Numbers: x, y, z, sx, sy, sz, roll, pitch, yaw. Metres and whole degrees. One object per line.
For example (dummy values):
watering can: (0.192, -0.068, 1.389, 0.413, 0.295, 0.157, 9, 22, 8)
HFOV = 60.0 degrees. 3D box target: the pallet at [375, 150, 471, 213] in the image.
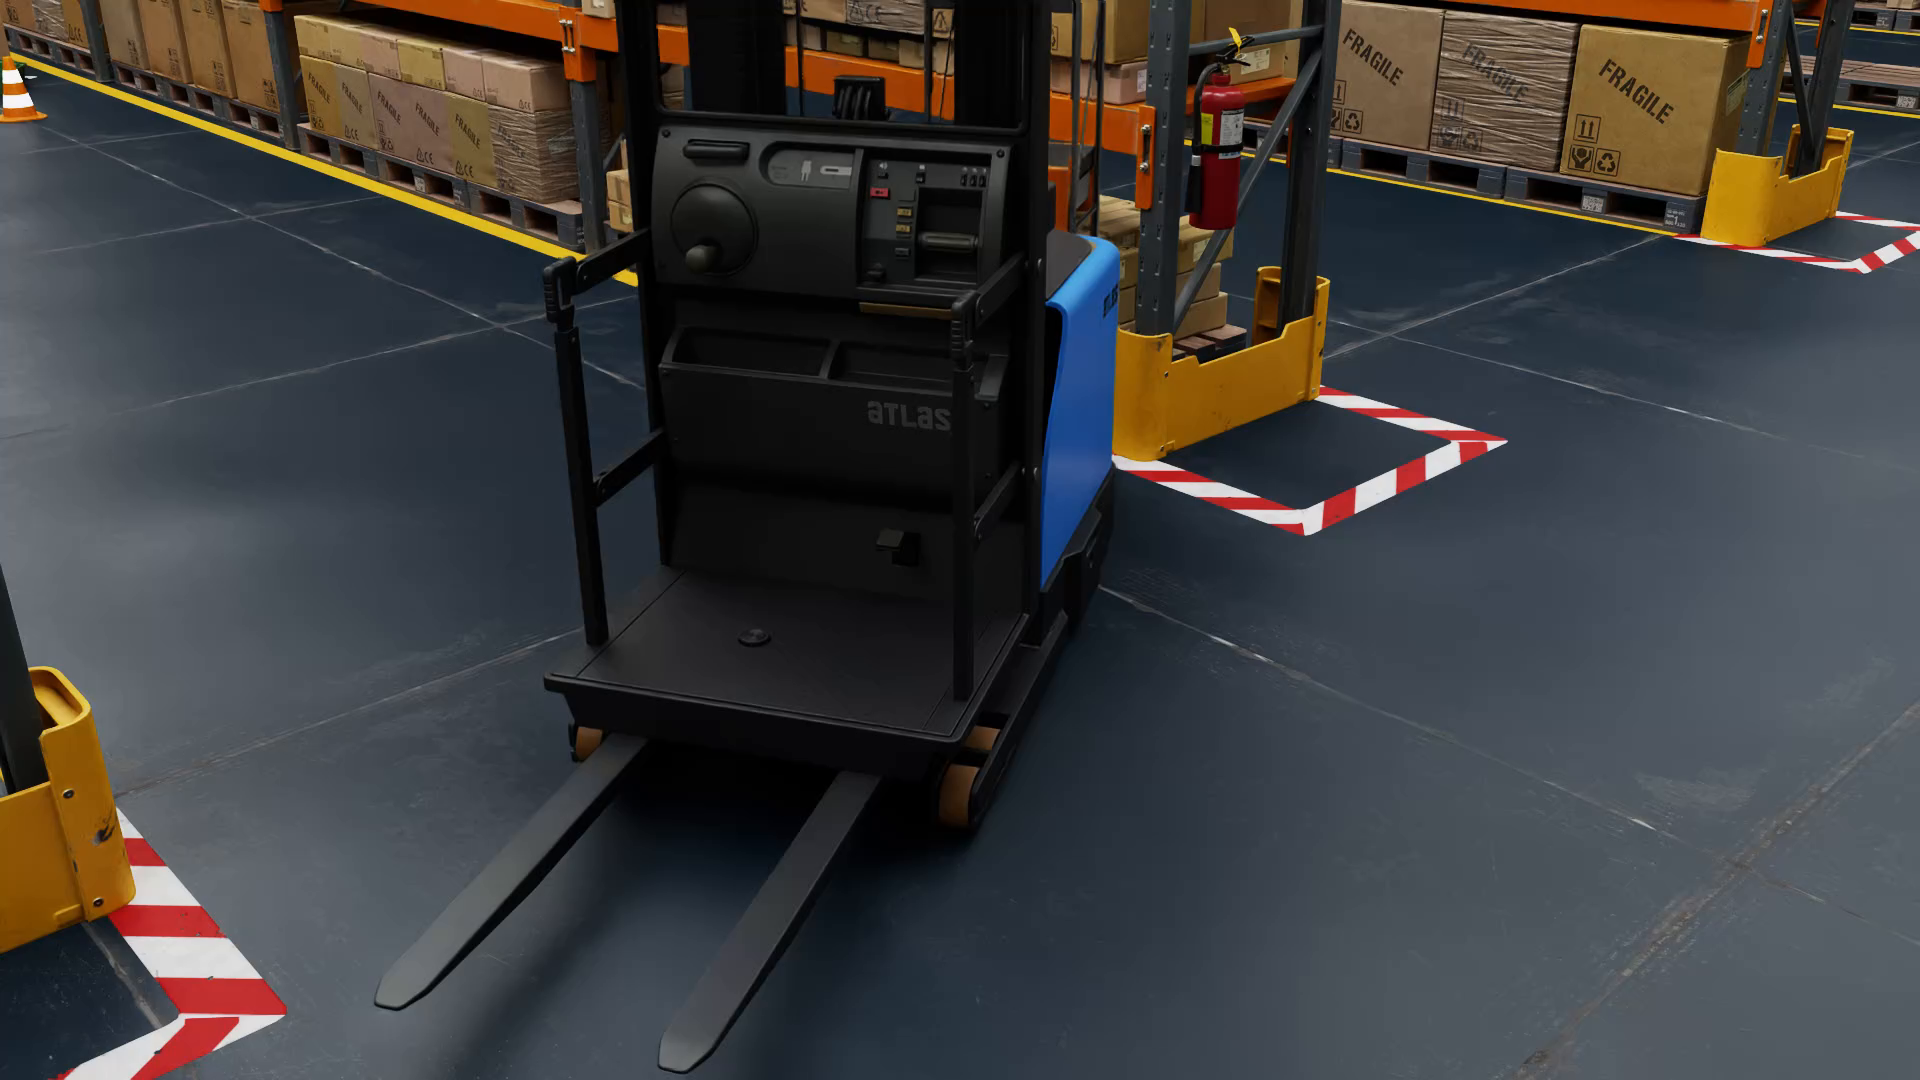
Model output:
pallet: (-3.035, -2.398, 10.752, 1.003, 0.211, 1.213, -21, 32, -38)

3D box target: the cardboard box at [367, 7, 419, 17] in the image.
cardboard box: (-3.739, -3.535, 11.488, 0.500, 0.250, 0.500, -22, 33, -40)

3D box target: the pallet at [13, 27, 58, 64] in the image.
pallet: (-8.432, -4.839, 16.102, 1.003, 0.211, 1.213, -21, 32, -38)

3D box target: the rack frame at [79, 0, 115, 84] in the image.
rack frame: (-7.131, -5.485, 14.159, 1.000, 3.000, 0.127, -21, 32, -38)

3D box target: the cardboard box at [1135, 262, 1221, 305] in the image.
cardboard box: (0.900, -1.110, 7.140, 0.380, 0.149, 0.250, -20, 31, -36)

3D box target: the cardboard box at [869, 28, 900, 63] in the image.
cardboard box: (-0.175, -2.169, 7.193, 0.250, 0.149, 0.380, 22, 33, 40)

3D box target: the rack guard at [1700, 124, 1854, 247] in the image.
rack guard: (4.777, -2.081, 9.710, 1.175, 0.500, 0.348, -21, 32, -38)

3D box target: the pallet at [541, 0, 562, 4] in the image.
pallet: (-2.080, -3.247, 9.484, 1.003, 0.211, 1.213, -21, 32, -38)

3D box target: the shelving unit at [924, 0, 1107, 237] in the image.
shelving unit: (0.184, -1.104, 5.641, 0.503, 2.100, 0.431, 7, 25, 15)

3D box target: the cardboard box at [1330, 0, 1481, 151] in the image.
cardboard box: (3.034, -3.167, 11.132, 0.875, 0.875, 0.875, -21, 32, -38)

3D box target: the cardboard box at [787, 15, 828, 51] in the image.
cardboard box: (-0.556, -2.315, 7.513, 0.380, 0.149, 0.250, -20, 31, -37)

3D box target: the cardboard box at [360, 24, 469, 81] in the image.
cardboard box: (-3.427, -3.083, 10.497, 0.500, 0.250, 0.500, -21, 32, -38)

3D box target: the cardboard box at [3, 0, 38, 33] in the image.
cardboard box: (-8.751, -5.469, 16.177, 0.875, 0.875, 0.875, -22, 32, -39)

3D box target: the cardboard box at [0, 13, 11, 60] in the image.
cardboard box: (-8.941, -4.528, 15.070, 0.500, 0.500, 0.500, -15, 29, -30)

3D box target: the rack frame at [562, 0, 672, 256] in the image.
rack frame: (-1.663, -3.061, 8.846, 1.000, 3.000, 0.127, -21, 32, -38)

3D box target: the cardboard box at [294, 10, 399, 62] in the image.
cardboard box: (-4.103, -3.391, 11.170, 0.500, 0.250, 0.500, 22, 32, 39)

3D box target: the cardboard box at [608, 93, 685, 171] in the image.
cardboard box: (-1.975, -2.414, 9.934, 0.500, 0.500, 0.500, -20, 31, -37)

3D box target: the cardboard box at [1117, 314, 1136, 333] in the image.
cardboard box: (0.559, -0.844, 6.914, 0.380, 0.149, 0.250, -21, 32, -38)

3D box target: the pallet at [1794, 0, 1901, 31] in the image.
pallet: (9.729, -5.770, 18.143, 1.003, 0.211, 1.213, -21, 32, -38)

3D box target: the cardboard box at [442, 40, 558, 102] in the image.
cardboard box: (-2.699, -2.770, 9.809, 0.500, 0.250, 0.500, -19, 31, -36)

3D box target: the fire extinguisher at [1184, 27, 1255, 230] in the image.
fire extinguisher: (0.906, -1.437, 5.829, 0.296, 0.674, 0.183, -21, 32, -38)

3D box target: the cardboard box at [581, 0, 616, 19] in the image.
cardboard box: (-1.709, -2.768, 8.507, 0.380, 0.149, 0.250, -20, 31, -37)

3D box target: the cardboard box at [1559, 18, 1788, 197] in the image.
cardboard box: (4.264, -2.621, 9.936, 0.875, 0.875, 0.875, -21, 32, -38)

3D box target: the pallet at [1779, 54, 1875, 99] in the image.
pallet: (7.011, -3.993, 14.248, 1.003, 0.211, 1.213, -21, 32, -38)

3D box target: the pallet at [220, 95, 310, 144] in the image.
pallet: (-4.881, -3.265, 12.652, 1.003, 0.211, 1.213, -21, 32, -38)

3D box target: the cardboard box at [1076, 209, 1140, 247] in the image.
cardboard box: (0.684, -1.319, 7.238, 0.380, 0.149, 0.250, -21, 32, -38)

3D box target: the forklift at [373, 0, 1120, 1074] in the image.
forklift: (-0.390, -0.791, 3.952, 1.130, 2.935, 3.031, 7, 25, 15)

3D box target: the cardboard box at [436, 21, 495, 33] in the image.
cardboard box: (-3.049, -3.227, 10.812, 0.500, 0.250, 0.500, -20, 31, -37)

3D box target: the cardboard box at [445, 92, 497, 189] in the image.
cardboard box: (-2.704, -2.423, 9.954, 0.500, 0.500, 0.500, -22, 33, -40)

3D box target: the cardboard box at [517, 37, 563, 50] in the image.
cardboard box: (-2.341, -2.916, 10.130, 0.500, 0.250, 0.500, -20, 31, -37)

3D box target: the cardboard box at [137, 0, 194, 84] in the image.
cardboard box: (-5.985, -4.197, 13.540, 1.050, 0.750, 0.750, -21, 32, -38)

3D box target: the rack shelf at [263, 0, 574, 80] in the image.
rack shelf: (-3.030, -3.340, 10.324, 1.077, 0.370, 4.000, -21, 32, -38)

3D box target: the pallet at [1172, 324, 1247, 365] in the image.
pallet: (0.489, -0.860, 7.381, 1.003, 0.211, 1.213, -21, 32, -38)

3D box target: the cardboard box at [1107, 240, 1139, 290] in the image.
cardboard box: (0.524, -1.103, 6.765, 0.380, 0.149, 0.250, -21, 32, -38)

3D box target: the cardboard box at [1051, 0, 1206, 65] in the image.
cardboard box: (0.576, -2.093, 6.246, 0.500, 0.500, 0.500, -20, 32, -37)

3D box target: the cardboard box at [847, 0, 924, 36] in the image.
cardboard box: (-0.126, -2.402, 6.922, 0.500, 0.500, 0.500, -21, 32, -38)

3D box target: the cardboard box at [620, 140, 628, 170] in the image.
cardboard box: (-1.579, -2.063, 8.870, 0.380, 0.149, 0.250, -20, 31, -36)

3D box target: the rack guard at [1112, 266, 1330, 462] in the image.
rack guard: (1.019, -0.735, 6.759, 1.175, 0.500, 0.348, -21, 32, -38)

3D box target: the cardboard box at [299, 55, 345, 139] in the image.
cardboard box: (-4.100, -3.040, 11.306, 0.500, 0.500, 0.500, 22, 33, 40)

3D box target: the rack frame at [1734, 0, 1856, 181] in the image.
rack frame: (4.760, -3.226, 9.207, 1.000, 3.000, 0.127, -21, 32, -38)

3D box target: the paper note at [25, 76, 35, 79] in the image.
paper note: (-8.252, -4.081, 14.659, 0.142, 0.020, 0.147, 3, 25, 6)

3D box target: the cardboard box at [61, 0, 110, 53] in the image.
cardboard box: (-7.510, -4.920, 14.974, 0.875, 0.875, 0.875, -21, 32, -38)

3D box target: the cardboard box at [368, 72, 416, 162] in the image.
cardboard box: (-3.400, -2.735, 10.636, 0.500, 0.500, 0.500, -22, 33, -40)

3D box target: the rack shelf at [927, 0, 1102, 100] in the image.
rack shelf: (0.184, -1.729, 5.356, 0.480, 0.518, 0.431, 7, 25, 15)

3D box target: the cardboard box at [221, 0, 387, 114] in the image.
cardboard box: (-4.748, -3.651, 12.343, 1.050, 0.750, 0.750, -22, 32, -39)

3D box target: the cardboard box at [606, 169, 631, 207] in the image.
cardboard box: (-1.649, -1.890, 8.849, 0.380, 0.149, 0.250, -19, 31, -36)

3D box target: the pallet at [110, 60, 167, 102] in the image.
pallet: (-6.549, -4.004, 14.272, 1.003, 0.211, 1.213, -21, 32, -38)

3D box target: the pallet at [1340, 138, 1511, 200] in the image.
pallet: (3.327, -2.547, 11.078, 1.003, 0.211, 1.213, -21, 32, -38)

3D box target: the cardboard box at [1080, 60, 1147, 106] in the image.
cardboard box: (0.641, -1.754, 6.283, 0.380, 0.149, 0.250, -21, 32, -38)

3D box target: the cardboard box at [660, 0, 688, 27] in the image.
cardboard box: (-1.257, -2.645, 8.237, 0.250, 0.149, 0.380, 22, 33, 39)

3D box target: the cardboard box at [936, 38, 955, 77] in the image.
cardboard box: (0.125, -1.982, 6.783, 0.380, 0.149, 0.250, -20, 31, -37)

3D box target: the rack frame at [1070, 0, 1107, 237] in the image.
rack frame: (0.418, -1.075, 5.577, 0.015, 2.100, 0.400, 7, 25, 15)

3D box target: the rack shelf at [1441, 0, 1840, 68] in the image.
rack shelf: (3.393, -3.504, 10.685, 1.077, 0.370, 4.000, -21, 32, -38)
